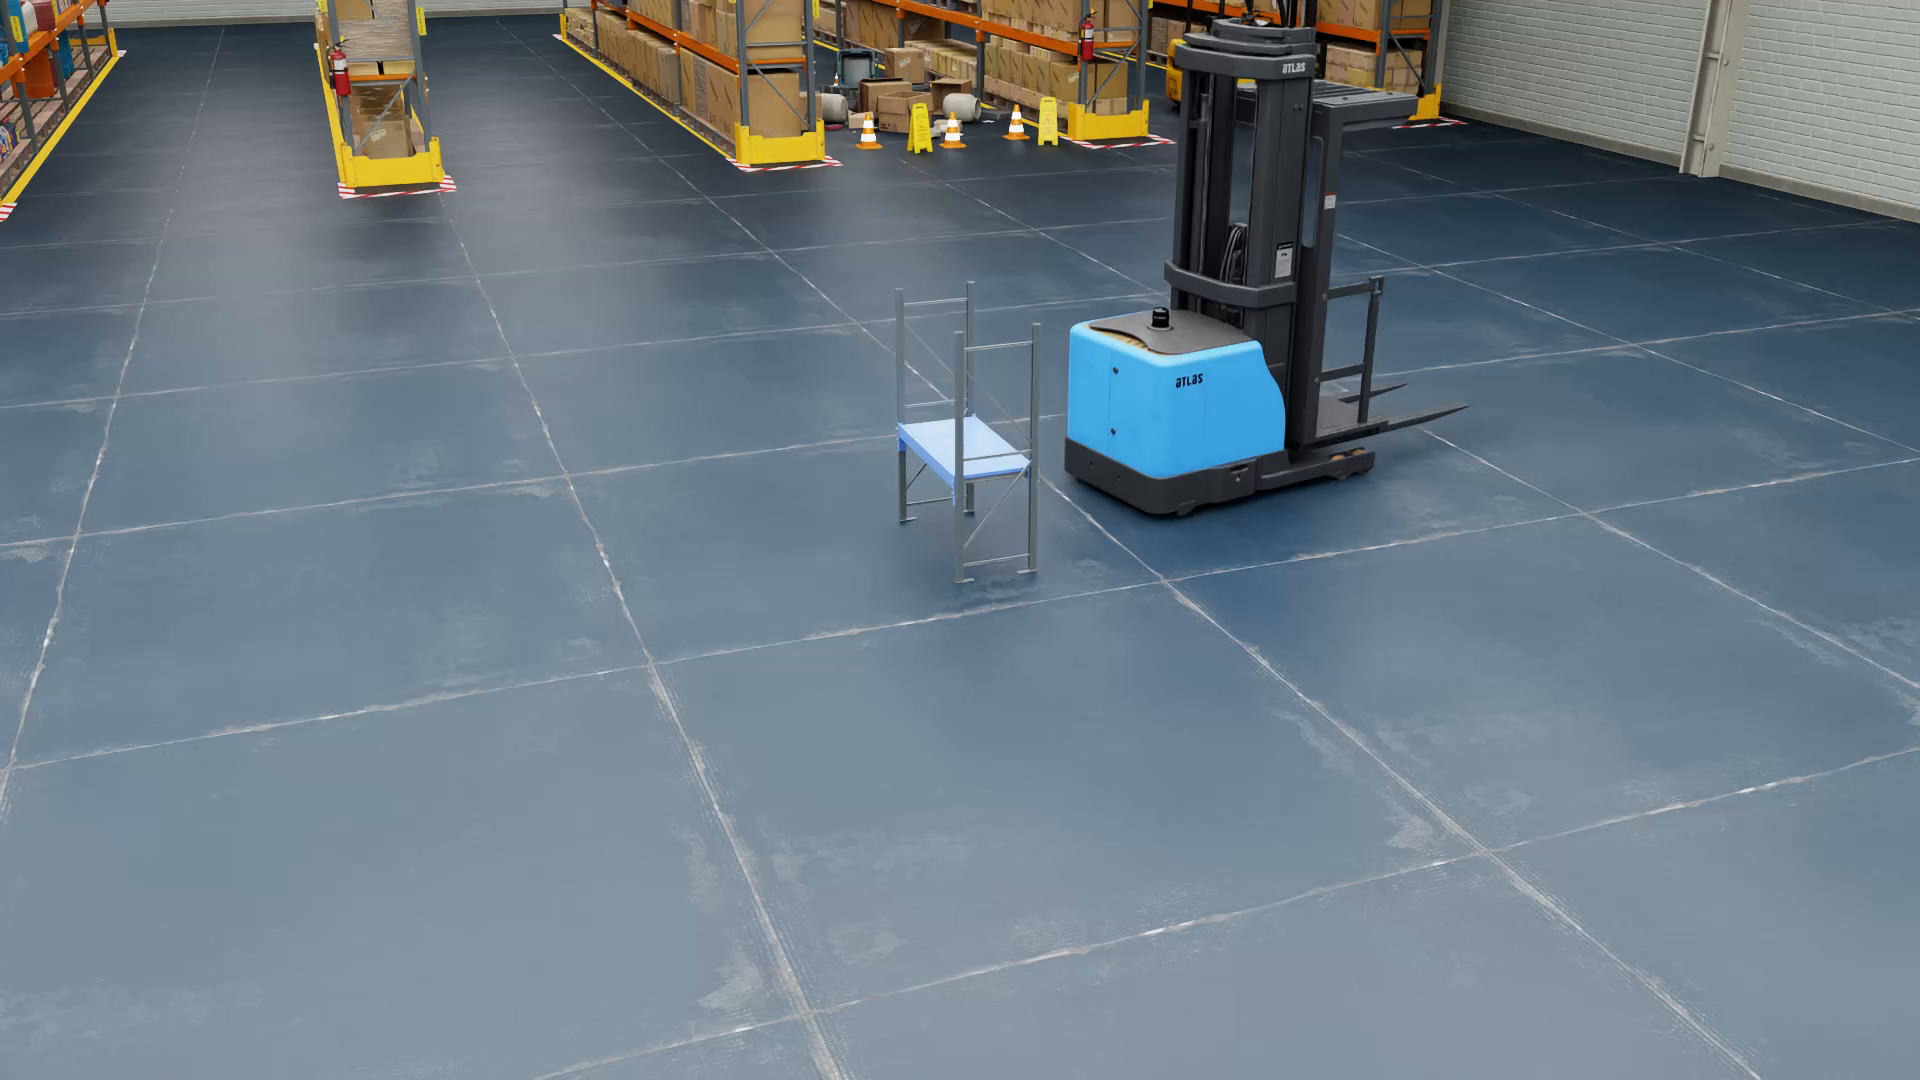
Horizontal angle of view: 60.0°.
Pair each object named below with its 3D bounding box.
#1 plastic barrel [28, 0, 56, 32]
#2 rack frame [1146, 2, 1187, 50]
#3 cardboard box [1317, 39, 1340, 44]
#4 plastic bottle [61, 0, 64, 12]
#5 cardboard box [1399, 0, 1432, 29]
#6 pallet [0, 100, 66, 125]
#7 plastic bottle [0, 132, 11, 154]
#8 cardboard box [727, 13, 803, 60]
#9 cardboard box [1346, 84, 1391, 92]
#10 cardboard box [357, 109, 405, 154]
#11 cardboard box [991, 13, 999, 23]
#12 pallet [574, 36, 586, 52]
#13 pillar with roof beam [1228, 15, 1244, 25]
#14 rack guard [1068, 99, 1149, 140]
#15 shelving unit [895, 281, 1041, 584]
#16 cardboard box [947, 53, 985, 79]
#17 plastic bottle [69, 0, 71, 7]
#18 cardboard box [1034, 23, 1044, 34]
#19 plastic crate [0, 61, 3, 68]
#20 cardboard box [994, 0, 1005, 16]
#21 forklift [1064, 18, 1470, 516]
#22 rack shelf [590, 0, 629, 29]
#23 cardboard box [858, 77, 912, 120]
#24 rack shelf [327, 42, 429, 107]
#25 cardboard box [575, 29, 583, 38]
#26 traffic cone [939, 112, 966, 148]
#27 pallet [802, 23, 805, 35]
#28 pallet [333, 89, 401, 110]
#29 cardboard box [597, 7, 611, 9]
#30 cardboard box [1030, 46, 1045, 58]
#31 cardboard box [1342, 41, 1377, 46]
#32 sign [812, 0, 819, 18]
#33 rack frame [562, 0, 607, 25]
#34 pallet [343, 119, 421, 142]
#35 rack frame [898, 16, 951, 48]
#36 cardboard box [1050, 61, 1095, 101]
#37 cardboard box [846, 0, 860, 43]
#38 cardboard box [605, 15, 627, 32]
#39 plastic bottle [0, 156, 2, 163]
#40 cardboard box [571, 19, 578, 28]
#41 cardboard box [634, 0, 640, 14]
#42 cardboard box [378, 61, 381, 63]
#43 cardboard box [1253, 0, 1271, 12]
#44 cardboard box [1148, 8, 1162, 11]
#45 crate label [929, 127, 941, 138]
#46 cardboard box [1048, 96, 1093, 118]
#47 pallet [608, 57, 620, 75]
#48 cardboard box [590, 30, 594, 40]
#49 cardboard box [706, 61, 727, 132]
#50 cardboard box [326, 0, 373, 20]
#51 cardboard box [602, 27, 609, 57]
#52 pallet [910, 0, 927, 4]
[{"bbox_3d":[-14.108,-8.026,25.256,0.600,0.536,0.708,-8,24,-19],"label":"plastic barrel"},{"bbox_3d":[3.992,-10.812,32.041,1.000,3.000,0.127,-8,24,-19],"label":"rack frame"},{"bbox_3d":[5.818,-7.969,27.008,0.500,0.250,0.500,-9,24,-20],"label":"cardboard box"},{"bbox_3d":[-15.172,-9.023,27.956,0.152,0.276,0.135,-8,24,-19],"label":"plastic bottle"},{"bbox_3d":[6.903,-8.170,25.643,0.500,0.500,0.500,-8,24,-17],"label":"cardboard box"},{"bbox_3d":[-14.318,-6.519,25.445,1.003,0.211,1.213,-8,24,-19],"label":"pallet"},{"bbox_3d":[-12.409,-5.144,21.533,0.152,0.276,0.135,-8,24,-18],"label":"plastic bottle"},{"bbox_3d":[-2.593,-6.705,22.103,0.875,0.550,0.550,-8,24,-19],"label":"cardboard box"},{"bbox_3d":[6.357,-6.959,25.899,0.500,0.250,0.500,-8,24,-19],"label":"cardboard box"},{"bbox_3d":[-7.543,-5.347,21.752,0.500,0.500,0.500,-2,23,-5],"label":"cardboard box"},{"bbox_3d":[0.712,-8.318,26.446,0.380,0.149,0.250,-8,24,-17],"label":"cardboard box"},{"bbox_3d":[-7.364,-10.266,34.335,1.003,0.211,1.213,-8,24,-19],"label":"pallet"},{"bbox_3d":[1.268,-12.636,28.644,9.100,9.000,0.400,-8,24,-19],"label":"pillar with roof beam"},{"bbox_3d":[2.149,-6.099,24.077,1.175,0.500,0.348,-8,24,-19],"label":"rack guard"},{"bbox_3d":[0.030,-0.660,9.885,0.538,1.500,1.048,-8,24,-19],"label":"shelving unit"},{"bbox_3d":[0.318,-8.110,28.473,0.950,0.372,0.625,-7,24,-16],"label":"cardboard box"},{"bbox_3d":[-15.526,-9.388,28.822,0.152,0.276,0.135,-8,24,-19],"label":"plastic bottle"},{"bbox_3d":[1.326,-7.669,24.907,0.380,0.149,0.250,-9,24,-20],"label":"cardboard box"},{"bbox_3d":[-12.331,-5.961,20.869,0.530,0.136,0.437,-8,24,-19],"label":"plastic crate"},{"bbox_3d":[0.857,-8.482,26.002,0.500,0.500,0.500,-8,24,-19],"label":"cardboard box"},{"bbox_3d":[2.221,-1.916,11.022,3.031,2.935,1.130,-14,26,-29],"label":"forklift"},{"bbox_3d":[-5.952,-9.809,30.588,1.077,0.370,4.000,-8,24,-19],"label":"rack shelf"},{"bbox_3d":[-1.151,-6.765,25.478,0.797,0.637,0.503,-8,24,-19],"label":"cardboard box"},{"bbox_3d":[-7.802,-6.259,22.164,1.077,0.370,4.000,-8,24,-19],"label":"rack shelf"},{"bbox_3d":[-7.749,-10.503,34.438,0.380,0.149,0.250,-10,25,-22],"label":"cardboard box"},{"bbox_3d":[-0.101,-5.758,23.315,0.336,0.463,0.334,-8,24,-19],"label":"traffic cone"},{"bbox_3d":[-3.121,-11.472,37.197,1.003,0.211,1.213,-8,24,-19],"label":"pallet"},{"bbox_3d":[-9.647,-7.201,27.064,1.003,0.211,1.213,-8,24,-19],"label":"pallet"},{"bbox_3d":[-7.647,-11.317,35.603,0.380,0.149,0.250,-8,24,-18],"label":"cardboard box"},{"bbox_3d":[1.279,-7.361,25.052,0.380,0.149,0.250,-7,24,-17],"label":"cardboard box"},{"bbox_3d":[6.479,-7.858,26.743,0.500,0.250,0.500,-9,24,-19],"label":"cardboard box"},{"bbox_3d":[-1.898,-7.017,21.819,0.100,0.325,0.005,-8,24,-19],"label":"sign"},{"bbox_3d":[-8.072,-12.321,35.620,1.000,3.000,0.127,-8,24,-19],"label":"rack frame"},{"bbox_3d":[-8.238,-5.793,23.722,1.003,0.211,1.213,-8,24,-19],"label":"pallet"},{"bbox_3d":[-0.650,-10.130,30.422,1.000,3.000,0.127,-8,24,-19],"label":"rack frame"},{"bbox_3d":[1.649,-6.751,24.438,0.500,0.500,0.500,-8,24,-19],"label":"cardboard box"},{"bbox_3d":[-1.769,-10.584,33.693,0.875,0.875,0.875,-8,24,-17],"label":"cardboard box"},{"bbox_3d":[-6.278,-9.571,30.808,0.500,0.250,0.500,-7,24,-17],"label":"cardboard box"},{"bbox_3d":[-12.114,-4.836,20.899,0.097,0.201,0.097,0,23,0],"label":"plastic bottle"},{"bbox_3d":[-7.924,-10.820,34.806,0.380,0.149,0.250,-8,24,-17],"label":"cardboard box"},{"bbox_3d":[-5.157,-9.076,27.792,0.500,0.500,0.500,-9,24,-19],"label":"cardboard box"},{"bbox_3d":[-7.421,-6.337,21.747,0.380,0.149,0.250,-8,24,-19],"label":"cardboard box"},{"bbox_3d":[5.318,-9.208,28.106,0.500,0.500,0.500,-9,24,-20],"label":"cardboard box"},{"bbox_3d":[3.868,-10.565,33.296,0.380,0.149,0.250,-8,24,-18],"label":"cardboard box"},{"bbox_3d":[-0.437,-5.885,24.036,0.298,0.136,0.250,18,29,36],"label":"crate label"},{"bbox_3d":[1.630,-6.415,24.608,0.500,0.250,0.500,-8,24,-19],"label":"cardboard box"},{"bbox_3d":[-5.947,-8.856,30.990,1.003,0.211,1.213,-8,24,-19],"label":"pallet"},{"bbox_3d":[-7.067,-9.955,32.755,0.380,0.149,0.250,-8,24,-18],"label":"cardboard box"},{"bbox_3d":[-3.033,-6.279,23.479,0.875,0.875,0.875,-9,24,-20],"label":"cardboard box"},{"bbox_3d":[-7.521,-6.673,20.422,0.500,0.500,0.500,-8,24,-19],"label":"cardboard box"},{"bbox_3d":[-6.457,-9.412,31.397,0.500,0.500,0.500,-7,24,-17],"label":"cardboard box"},{"bbox_3d":[-0.299,-9.797,29.880,1.213,0.211,1.003,-8,24,-19],"label":"pallet"}]
